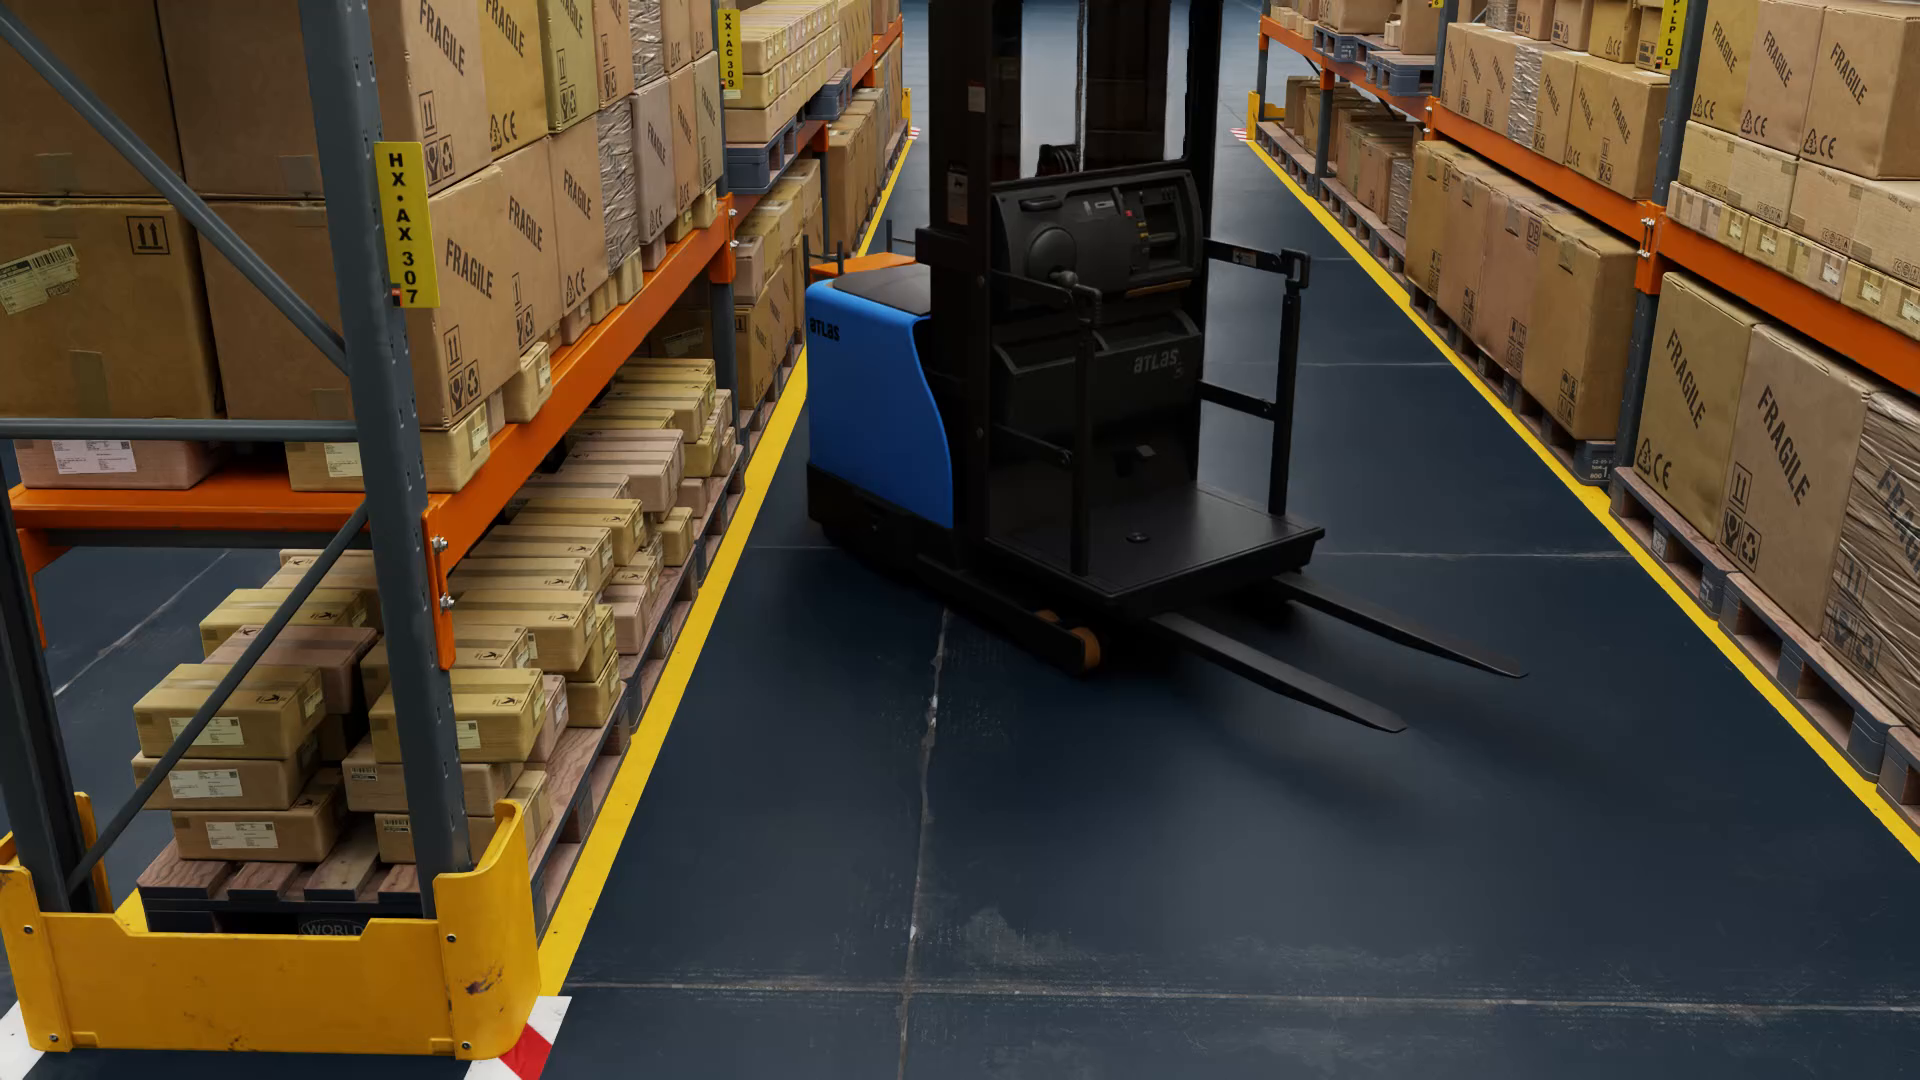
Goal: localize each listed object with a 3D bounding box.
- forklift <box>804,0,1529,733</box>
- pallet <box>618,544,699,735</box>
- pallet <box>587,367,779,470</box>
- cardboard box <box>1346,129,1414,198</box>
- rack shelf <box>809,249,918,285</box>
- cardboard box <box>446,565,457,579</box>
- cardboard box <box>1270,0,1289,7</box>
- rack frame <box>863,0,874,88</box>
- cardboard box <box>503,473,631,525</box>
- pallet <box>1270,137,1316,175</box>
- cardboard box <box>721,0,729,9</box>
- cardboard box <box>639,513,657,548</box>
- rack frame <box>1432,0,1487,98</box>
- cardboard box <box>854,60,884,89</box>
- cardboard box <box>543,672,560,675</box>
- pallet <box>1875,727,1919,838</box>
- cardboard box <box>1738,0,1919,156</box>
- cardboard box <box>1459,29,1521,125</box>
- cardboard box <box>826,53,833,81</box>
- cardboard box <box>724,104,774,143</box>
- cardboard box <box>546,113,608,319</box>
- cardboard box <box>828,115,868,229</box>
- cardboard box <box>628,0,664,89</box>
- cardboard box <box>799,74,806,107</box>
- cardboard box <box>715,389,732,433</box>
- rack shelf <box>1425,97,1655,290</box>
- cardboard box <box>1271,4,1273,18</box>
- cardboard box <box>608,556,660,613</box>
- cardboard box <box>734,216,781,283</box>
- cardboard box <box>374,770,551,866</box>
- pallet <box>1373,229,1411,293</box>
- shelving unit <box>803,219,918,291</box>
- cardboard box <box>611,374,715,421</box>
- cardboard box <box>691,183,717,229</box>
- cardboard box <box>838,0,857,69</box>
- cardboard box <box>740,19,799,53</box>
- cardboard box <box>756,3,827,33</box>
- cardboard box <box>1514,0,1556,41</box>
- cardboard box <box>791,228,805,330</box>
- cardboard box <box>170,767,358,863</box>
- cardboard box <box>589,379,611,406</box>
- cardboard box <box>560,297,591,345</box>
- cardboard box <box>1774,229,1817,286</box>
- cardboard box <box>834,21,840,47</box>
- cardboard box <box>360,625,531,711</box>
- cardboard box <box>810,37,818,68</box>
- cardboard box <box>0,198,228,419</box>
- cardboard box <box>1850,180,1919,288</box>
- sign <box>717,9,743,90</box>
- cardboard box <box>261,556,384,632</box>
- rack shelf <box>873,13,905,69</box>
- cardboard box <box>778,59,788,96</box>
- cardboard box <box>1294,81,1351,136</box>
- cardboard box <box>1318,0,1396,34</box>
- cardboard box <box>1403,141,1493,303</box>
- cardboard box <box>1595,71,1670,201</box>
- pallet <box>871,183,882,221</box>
[{"bbox_3d":[0.642,-1.097,5.803,1.130,2.935,3.031,-15,26,-34],"label":"forklift"},{"bbox_3d":[-1.534,0.318,5.918,1.003,0.211,1.213,1,21,2],"label":"pallet"},{"bbox_3d":[-1.493,-0.649,8.410,1.003,0.211,1.213,1,21,2],"label":"pallet"},{"bbox_3d":[3.610,-3.115,13.757,0.700,0.500,0.500,1,21,1],"label":"cardboard box"},{"bbox_3d":[-0.406,-1.137,7.214,0.258,0.148,0.480,19,28,41],"label":"rack shelf"},{"bbox_3d":[-1.862,0.111,5.544,0.380,0.149,0.250,2,21,4],"label":"cardboard box"},{"bbox_3d":[3.761,-5.902,17.544,0.875,0.500,0.500,1,21,2],"label":"cardboard box"},{"bbox_3d":[-1.272,-4.560,14.635,1.000,3.000,0.127,1,21,2],"label":"rack frame"},{"bbox_3d":[-1.349,-0.119,5.727,0.380,0.149,0.250,1,21,2],"label":"cardboard box"},{"bbox_3d":[3.702,-3.855,16.671,1.003,0.211,1.213,1,21,2],"label":"pallet"},{"bbox_3d":[-1.606,-3.208,10.094,0.380,0.149,0.250,0,21,0],"label":"cardboard box"},{"bbox_3d":[-1.315,-0.082,6.043,0.380,0.149,0.250,0,21,-1],"label":"cardboard box"},{"bbox_3d":[3.561,-3.023,10.673,1.000,3.000,0.127,1,21,2],"label":"rack frame"},{"bbox_3d":[-1.182,-3.992,15.528,0.875,0.875,0.875,1,21,2],"label":"cardboard box"},{"bbox_3d":[-1.380,0.399,4.804,0.380,0.149,0.250,1,21,2],"label":"cardboard box"},{"bbox_3d":[3.264,0.880,4.470,1.003,0.211,1.213,1,21,2],"label":"pallet"},{"bbox_3d":[3.147,-1.647,5.885,0.500,0.500,0.500,1,21,2],"label":"cardboard box"},{"bbox_3d":[3.261,-2.710,9.729,0.500,0.500,0.500,0,21,0],"label":"cardboard box"},{"bbox_3d":[-0.965,-2.826,9.933,0.380,0.149,0.250,1,21,3],"label":"cardboard box"},{"bbox_3d":[-1.043,-1.884,7.504,0.380,0.149,0.250,0,21,-1],"label":"cardboard box"},{"bbox_3d":[-1.328,-0.937,4.747,0.500,0.500,0.500,1,21,2],"label":"cardboard box"},{"bbox_3d":[-1.262,-2.796,12.618,1.050,0.750,0.750,1,21,2],"label":"cardboard box"},{"bbox_3d":[-1.299,-1.774,5.523,0.500,0.500,0.500,1,21,3],"label":"cardboard box"},{"bbox_3d":[-1.009,-2.356,8.721,0.380,0.149,0.250,0,21,1],"label":"cardboard box"},{"bbox_3d":[-1.207,-0.556,7.264,0.380,0.149,0.250,1,21,3],"label":"cardboard box"},{"bbox_3d":[3.501,-1.964,8.939,1.077,0.370,4.000,1,21,2],"label":"rack shelf"},{"bbox_3d":[3.558,-5.698,17.914,0.380,0.149,0.250,1,21,2],"label":"cardboard box"},{"bbox_3d":[-1.267,0.167,5.814,0.380,0.149,0.250,1,21,2],"label":"cardboard box"},{"bbox_3d":[-1.215,-1.505,8.598,0.500,0.250,0.500,1,21,3],"label":"cardboard box"},{"bbox_3d":[-1.301,0.726,4.372,0.380,0.149,0.250,1,21,3],"label":"cardboard box"},{"bbox_3d":[3.587,-2.005,11.905,1.003,0.211,1.213,1,21,2],"label":"pallet"},{"bbox_3d":[-0.406,-0.771,7.356,0.258,1.200,0.503,19,28,41],"label":"shelving unit"},{"bbox_3d":[-1.234,-0.587,6.934,0.380,0.149,0.250,1,21,2],"label":"cardboard box"},{"bbox_3d":[-1.188,-1.350,6.710,0.380,0.149,0.250,0,21,0],"label":"cardboard box"},{"bbox_3d":[-1.064,-3.866,12.708,0.500,0.500,0.500,0,21,1],"label":"cardboard box"},{"bbox_3d":[-1.013,-2.537,8.366,0.380,0.149,0.250,0,21,1],"label":"cardboard box"},{"bbox_3d":[-0.972,-3.006,9.573,0.380,0.149,0.250,1,21,3],"label":"cardboard box"},{"bbox_3d":[3.500,-3.037,9.185,0.797,0.503,0.637,1,21,3],"label":"cardboard box"},{"bbox_3d":[-1.171,-1.524,9.686,0.500,0.500,0.500,0,21,-1],"label":"cardboard box"},{"bbox_3d":[-1.829,0.719,4.389,0.380,0.149,0.250,1,21,3],"label":"cardboard box"},{"bbox_3d":[-1.732,-0.689,7.197,0.380,0.149,0.250,1,21,4],"label":"cardboard box"},{"bbox_3d":[-1.332,-0.689,5.005,0.380,0.149,0.250,0,21,1],"label":"cardboard box"},{"bbox_3d":[3.069,-0.978,5.751,0.380,0.149,0.250,0,21,1],"label":"cardboard box"},{"bbox_3d":[-0.953,-3.148,10.350,0.380,0.149,0.250,1,21,3],"label":"cardboard box"},{"bbox_3d":[-1.393,0.348,4.524,0.380,0.149,0.250,1,21,3],"label":"cardboard box"},{"bbox_3d":[-0.990,-2.681,9.148,0.380,0.149,0.250,1,21,3],"label":"cardboard box"},{"bbox_3d":[-1.880,-0.572,3.807,0.500,0.500,0.500,1,21,3],"label":"cardboard box"},{"bbox_3d":[3.111,-0.933,5.083,0.500,0.250,0.500,1,21,2],"label":"cardboard box"},{"bbox_3d":[-0.972,-2.068,7.015,0.100,0.325,0.005,1,21,2],"label":"sign"},{"bbox_3d":[-1.857,0.162,5.002,0.380,0.149,0.250,0,21,-1],"label":"cardboard box"},{"bbox_3d":[-1.211,-4.948,16.629,1.077,0.370,4.000,1,21,2],"label":"rack shelf"},{"bbox_3d":[-1.030,-2.209,7.932,0.380,0.149,0.250,1,21,3],"label":"cardboard box"},{"bbox_3d":[3.785,-4.504,17.364,0.500,0.500,0.500,6,22,16],"label":"cardboard box"},{"bbox_3d":[3.519,-4.659,13.479,1.000,1.000,1.000,1,21,2],"label":"cardboard box"},{"bbox_3d":[3.520,-1.979,10.339,1.225,0.875,0.875,0,21,-1],"label":"cardboard box"},{"bbox_3d":[3.181,-1.795,7.371,0.500,0.500,0.500,1,21,2],"label":"cardboard box"},{"bbox_3d":[-1.220,-2.980,14.418,1.003,0.211,1.213,1,21,2],"label":"pallet"}]
